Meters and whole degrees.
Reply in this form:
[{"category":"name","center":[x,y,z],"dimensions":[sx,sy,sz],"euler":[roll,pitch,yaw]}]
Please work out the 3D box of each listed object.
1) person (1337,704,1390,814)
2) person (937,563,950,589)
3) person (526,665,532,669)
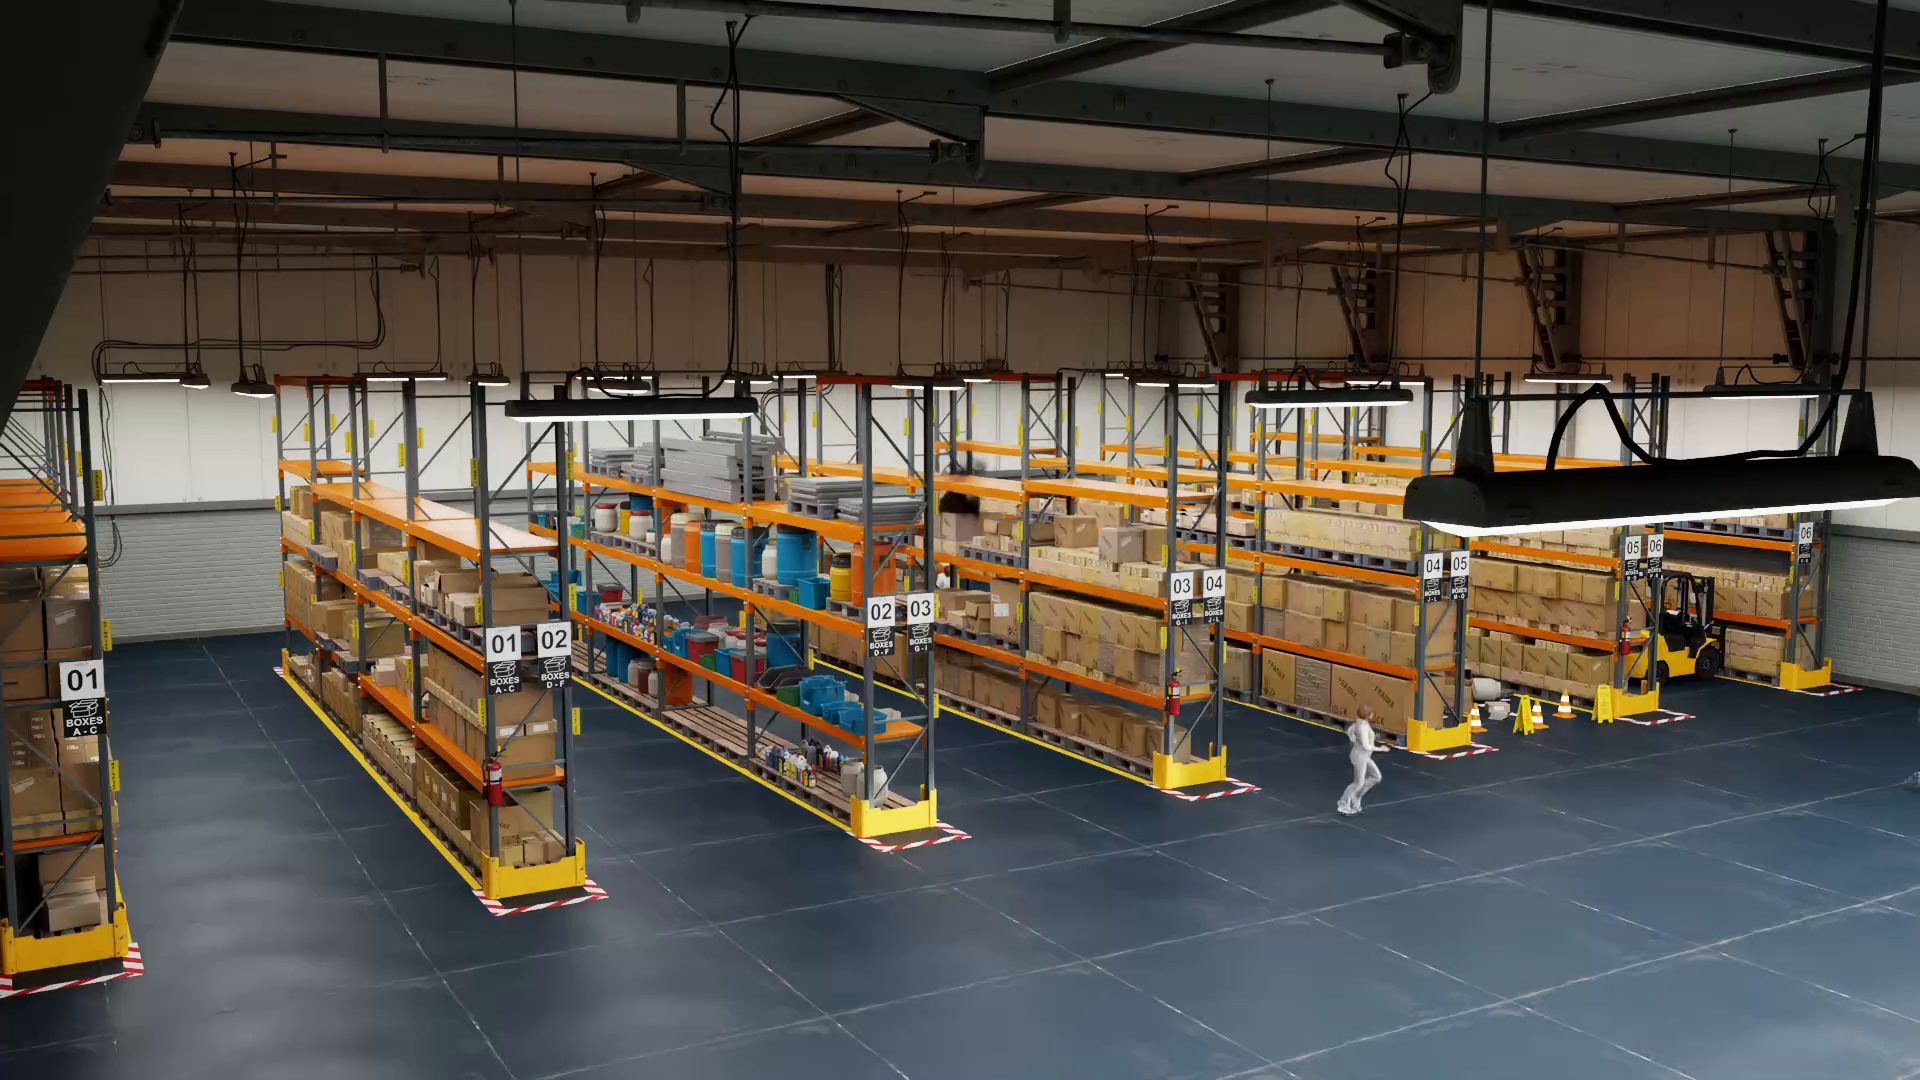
[{"category":"person","center":[5.584,3.028,22.994],"dimensions":[0.694,1.559,0.508],"euler":[2,6,15]},{"category":"person","center":[-0.260,1.342,37.604],"dimensions":[0.711,1.762,0.858],"euler":[-3,7,-25]},{"category":"person","center":[-7.871,2.184,29.550],"dimensions":[0.701,1.784,1.034],"euler":[-6,9,-44]}]
